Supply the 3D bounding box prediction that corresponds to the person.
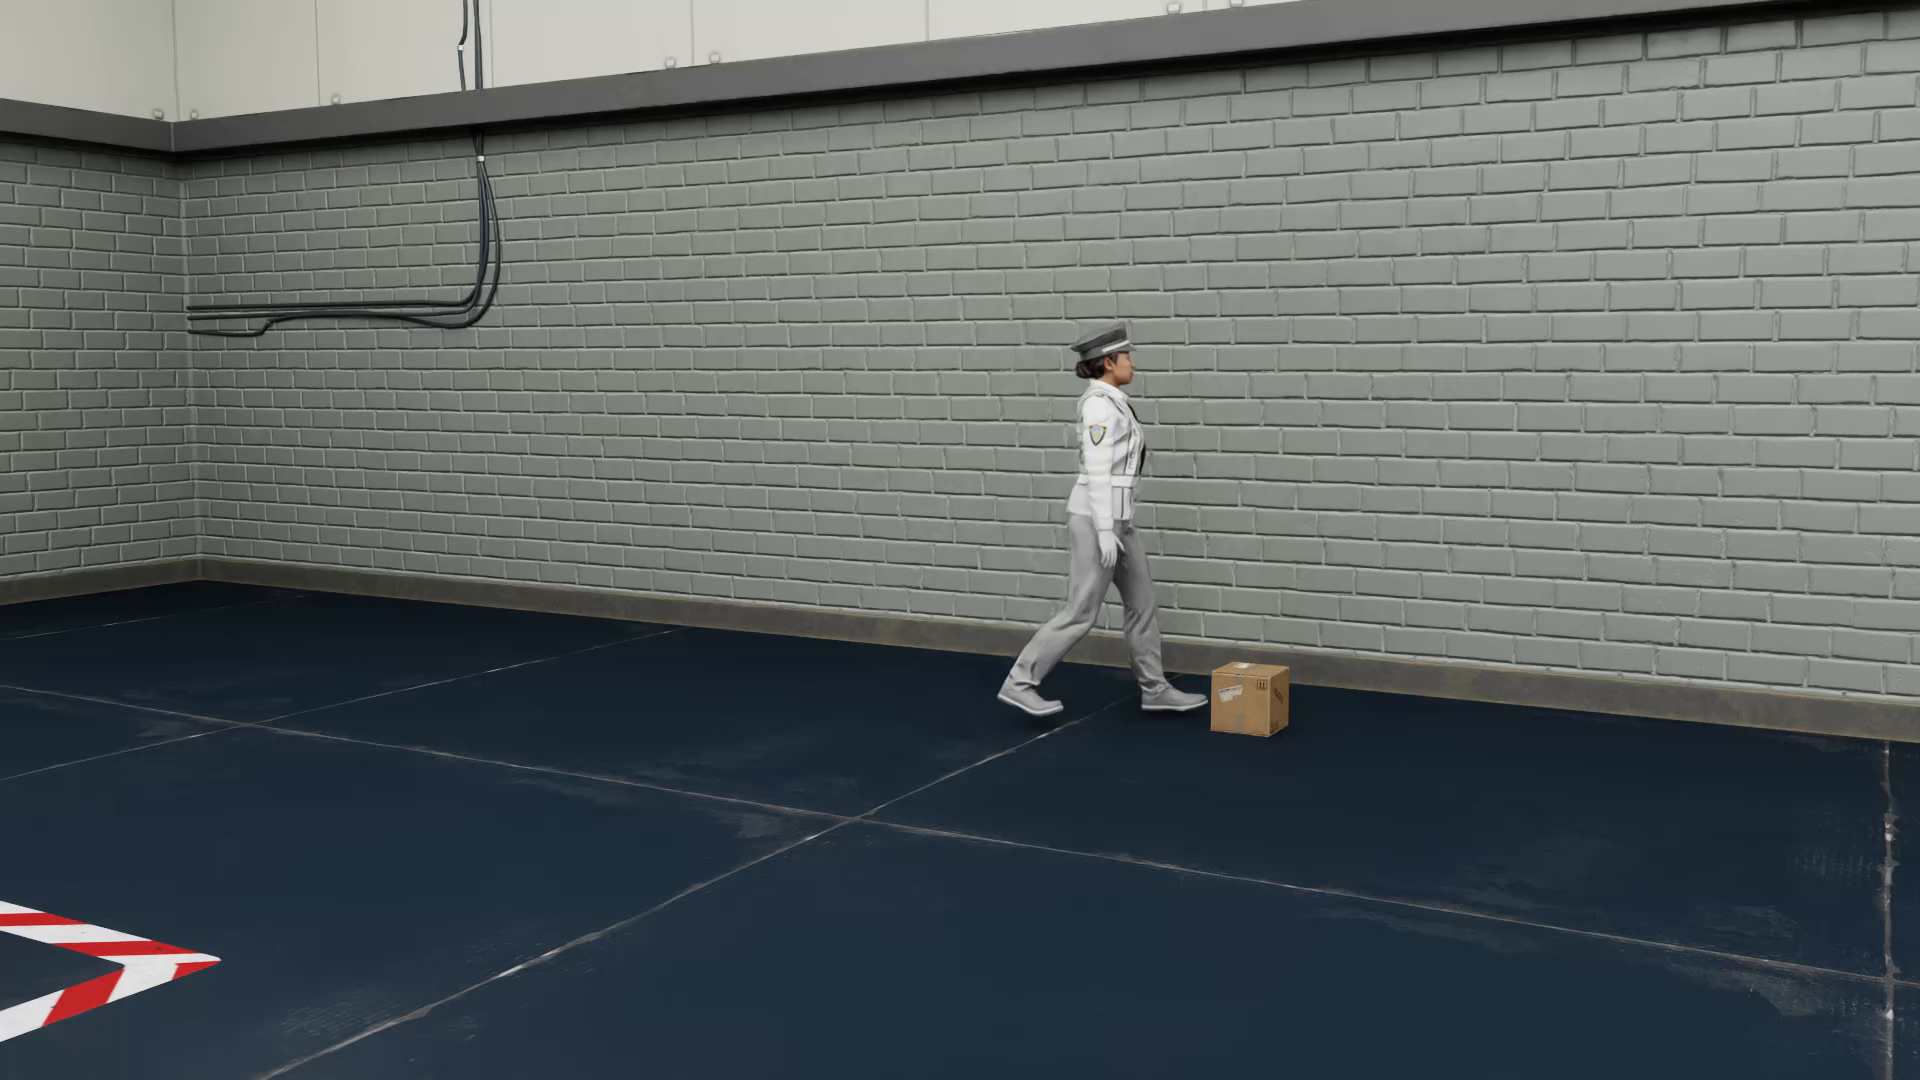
[{"bbox_3d":[0.608,-0.082,6.933,0.872,1.652,0.523,1,6,8],"label":"person"}]
